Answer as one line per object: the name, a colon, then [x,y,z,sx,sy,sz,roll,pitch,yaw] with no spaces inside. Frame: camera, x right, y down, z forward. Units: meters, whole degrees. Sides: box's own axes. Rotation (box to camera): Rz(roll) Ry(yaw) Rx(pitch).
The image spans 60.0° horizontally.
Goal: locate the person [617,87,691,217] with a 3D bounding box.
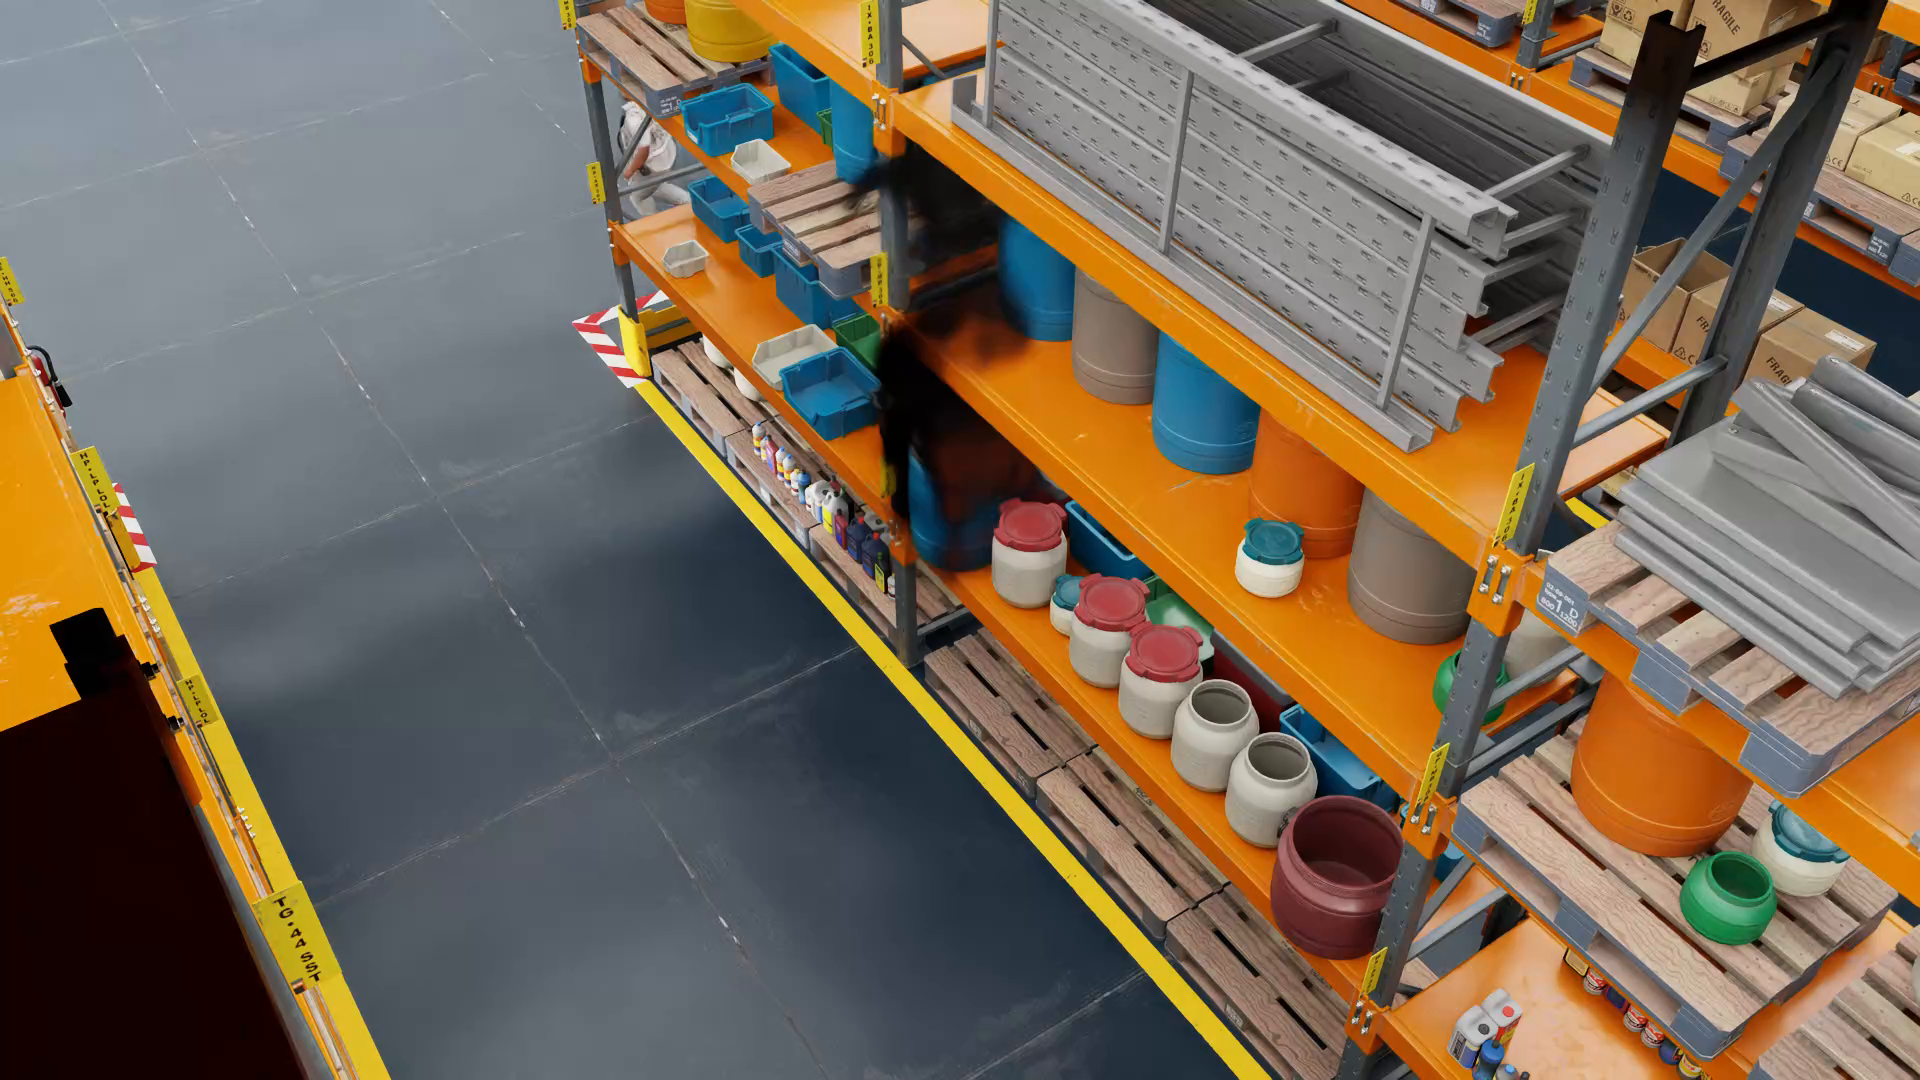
person: [-2.551,-3.179,13.963,0.655,1.747,0.708,5,43,5]
